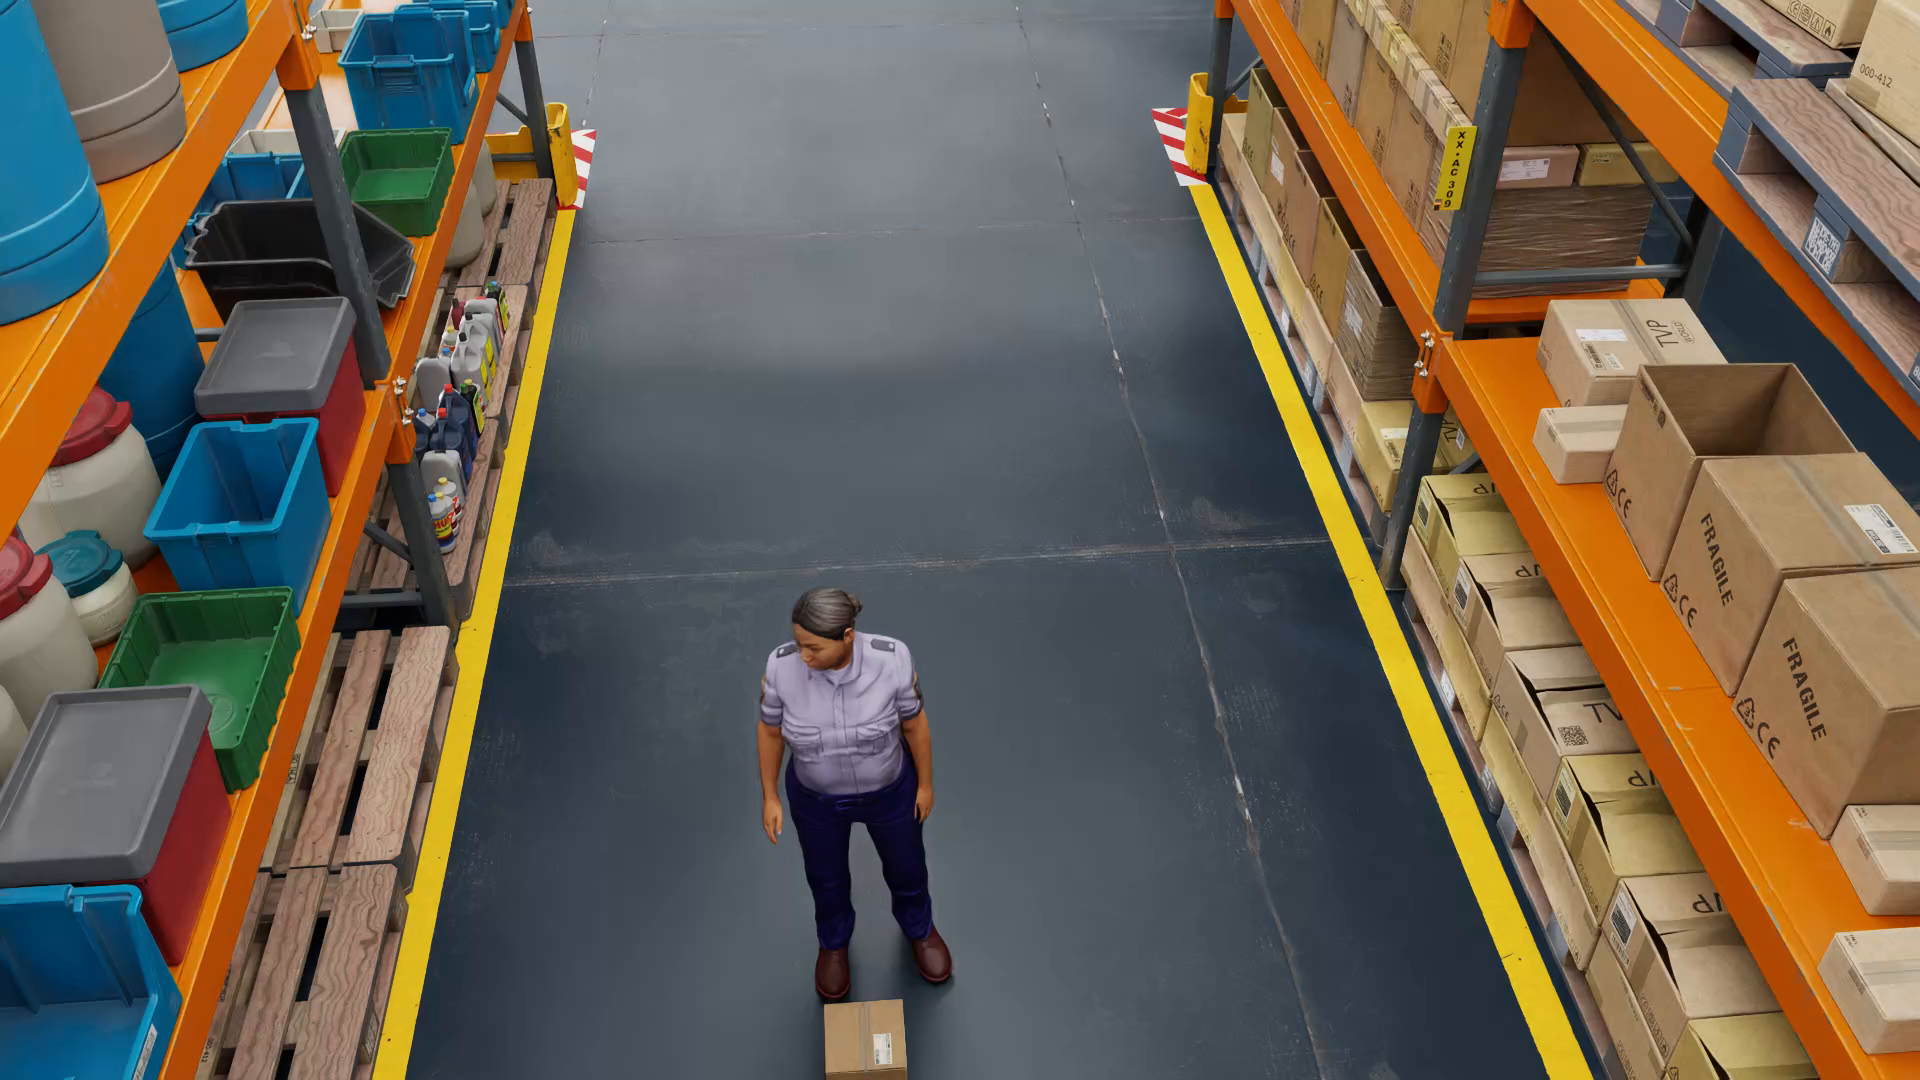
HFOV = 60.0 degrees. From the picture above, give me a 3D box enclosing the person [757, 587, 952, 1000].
[{"bbox_3d":[-0.324,0.792,5.182,0.588,1.664,0.351,-3,39,-4],"label":"person"}]
